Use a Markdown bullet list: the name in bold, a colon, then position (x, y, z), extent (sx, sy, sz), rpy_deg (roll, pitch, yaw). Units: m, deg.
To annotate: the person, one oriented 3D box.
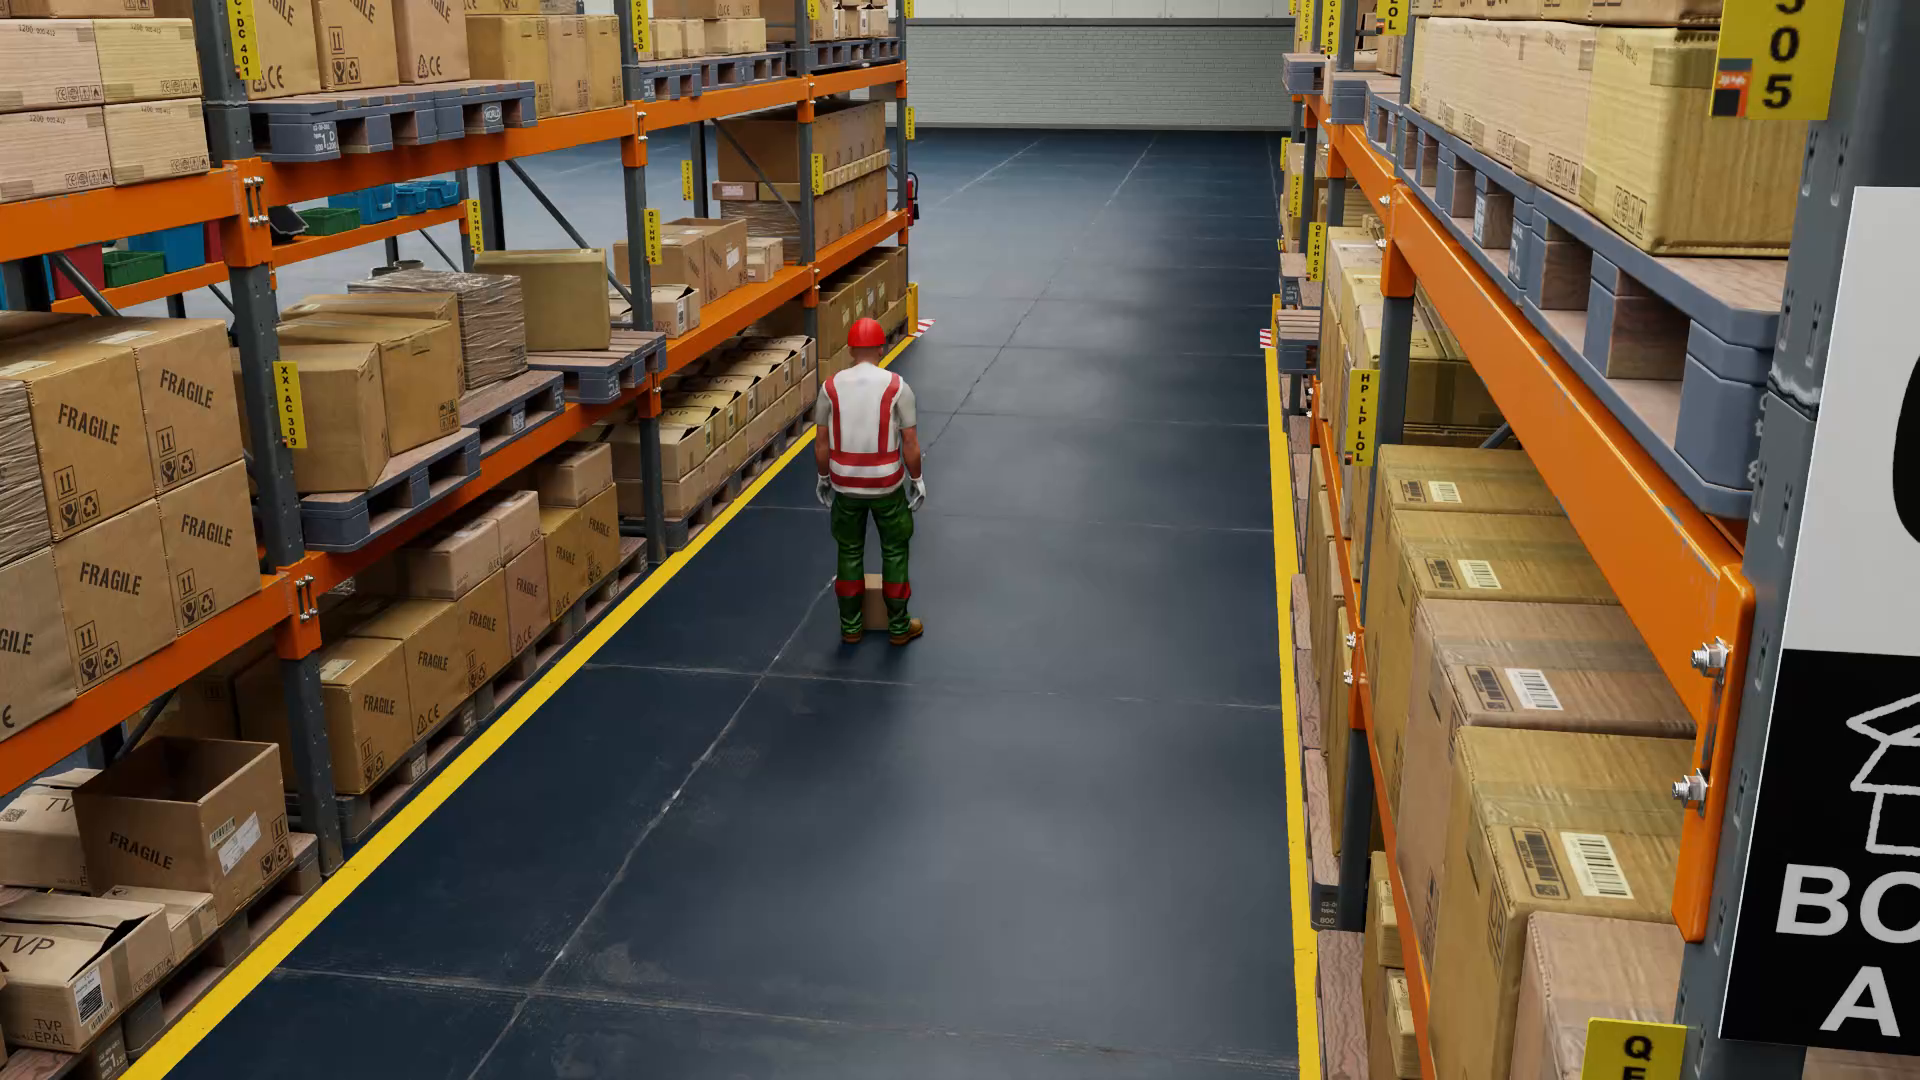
- **person**: position (-0.482, -0.305, 8.986), extent (0.604, 1.778, 0.453), rpy_deg (3, 18, 9)
